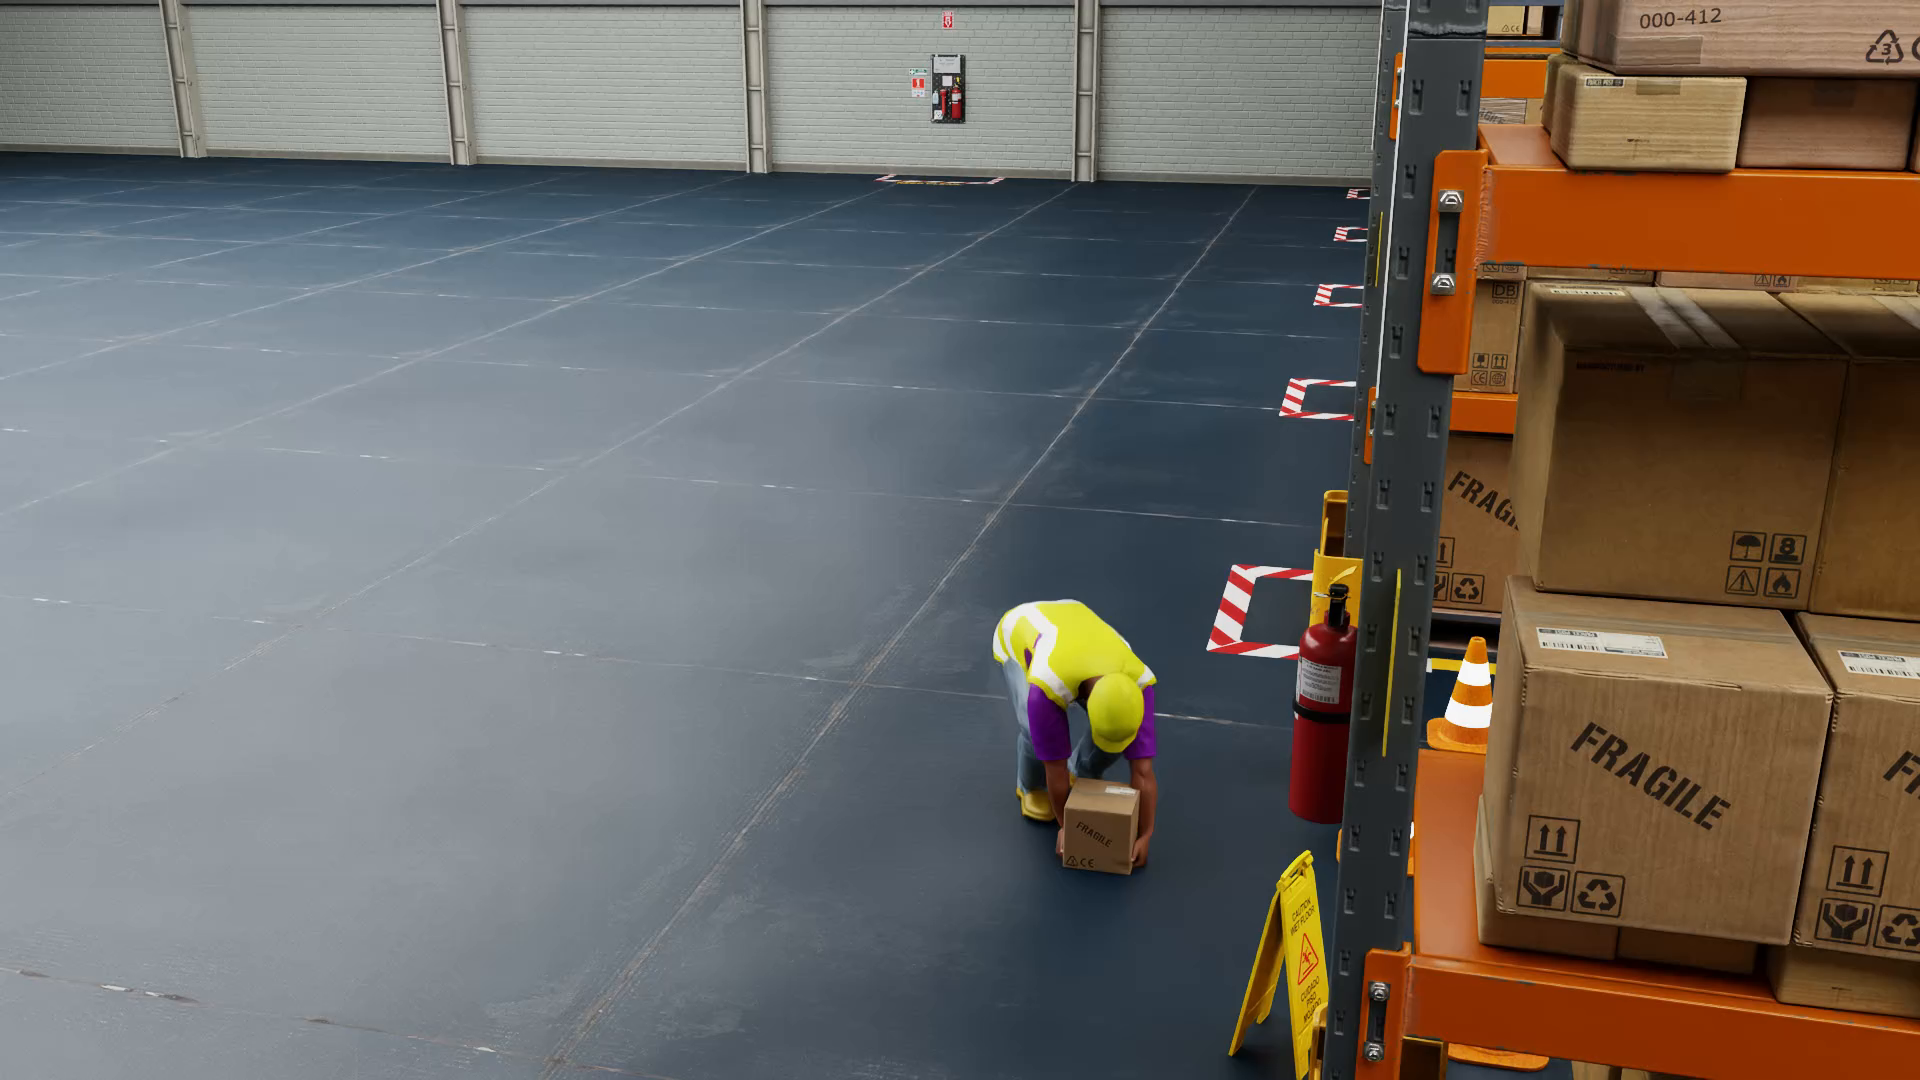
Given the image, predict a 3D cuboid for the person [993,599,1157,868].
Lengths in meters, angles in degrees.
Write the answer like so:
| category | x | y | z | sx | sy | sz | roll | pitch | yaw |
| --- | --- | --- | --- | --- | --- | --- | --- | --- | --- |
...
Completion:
| category | x | y | z | sx | sy | sz | roll | pitch | yaw |
| --- | --- | --- | --- | --- | --- | --- | --- | --- | --- |
| person | 0.454 | 0.707 | 6.391 | 0.511 | 0.850 | 0.981 | -6 | 19 | -17 |
